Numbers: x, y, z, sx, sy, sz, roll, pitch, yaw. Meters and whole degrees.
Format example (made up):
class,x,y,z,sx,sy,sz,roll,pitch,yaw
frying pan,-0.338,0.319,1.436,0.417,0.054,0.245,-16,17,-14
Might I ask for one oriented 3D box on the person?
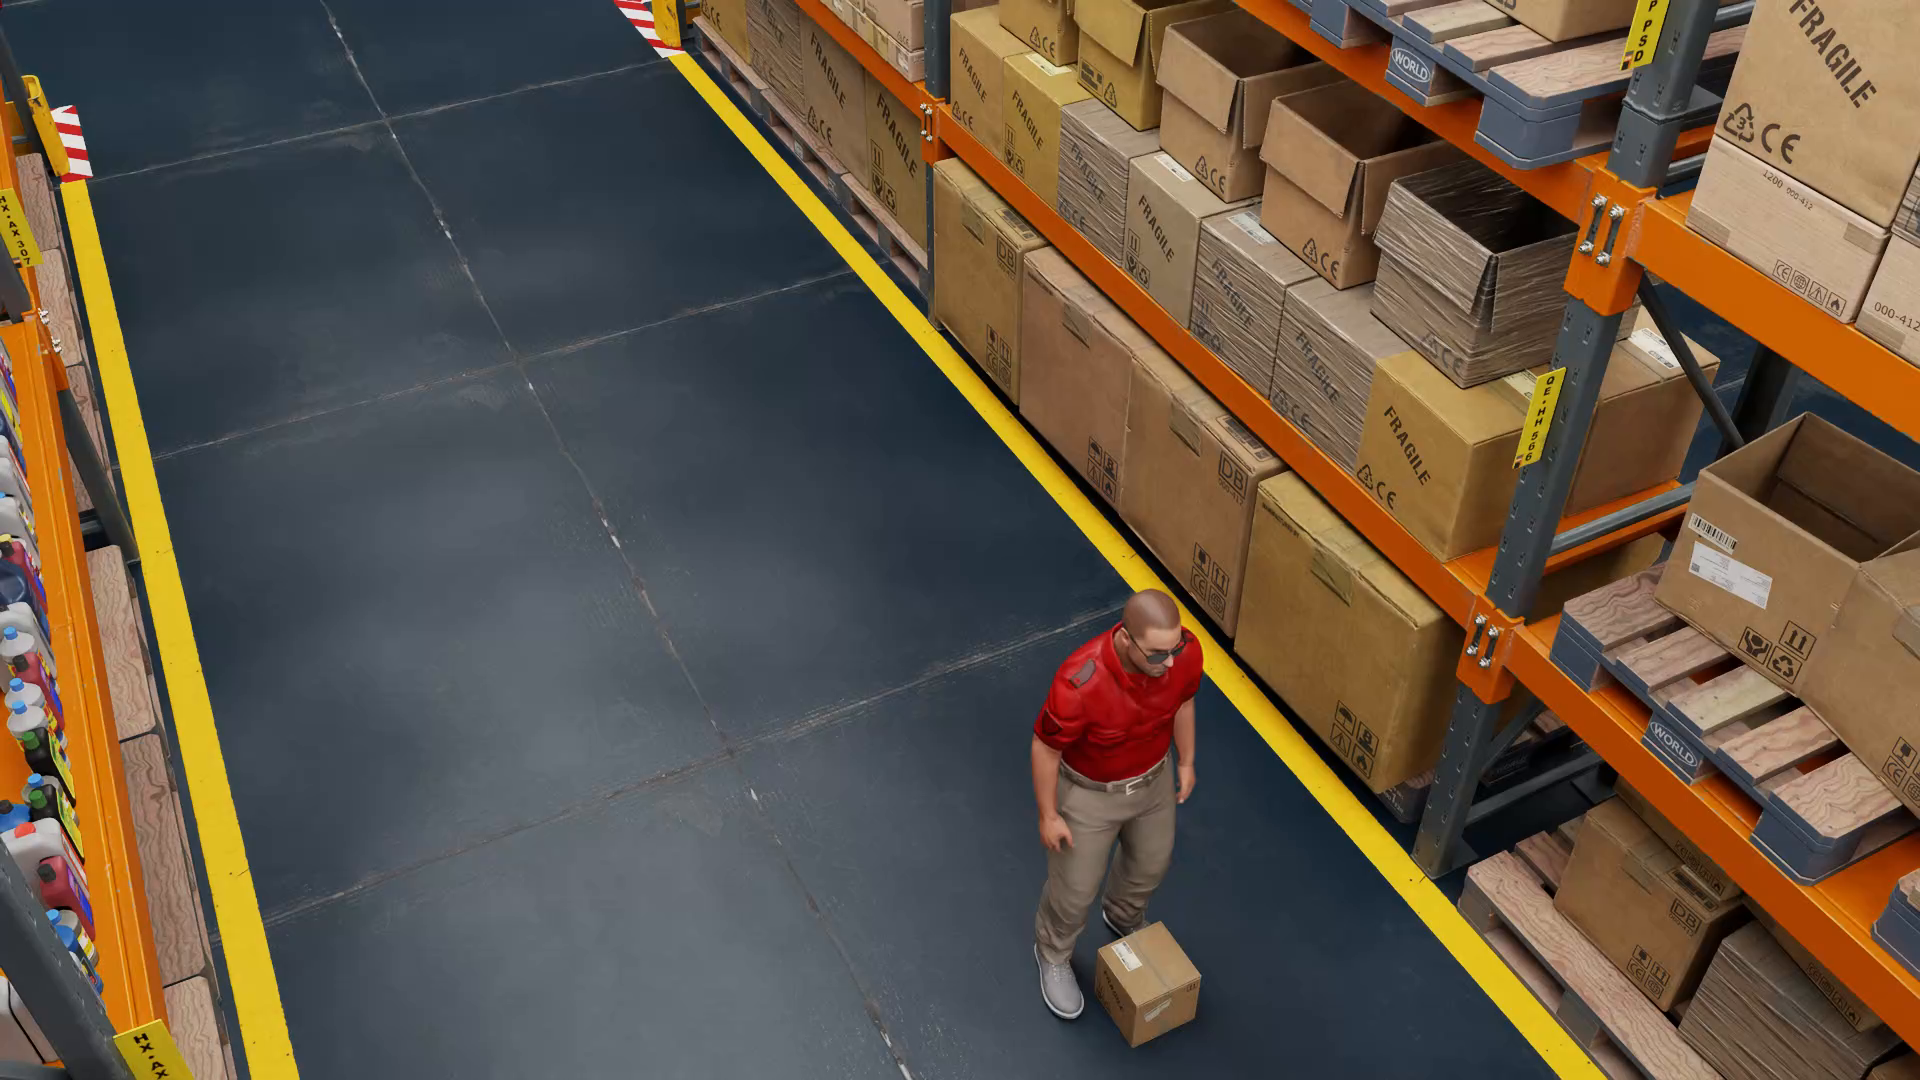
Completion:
class,x,y,z,sx,sy,sz,roll,pitch,yaw
person,0.497,0.788,5.263,0.584,1.726,0.395,-19,45,-21
